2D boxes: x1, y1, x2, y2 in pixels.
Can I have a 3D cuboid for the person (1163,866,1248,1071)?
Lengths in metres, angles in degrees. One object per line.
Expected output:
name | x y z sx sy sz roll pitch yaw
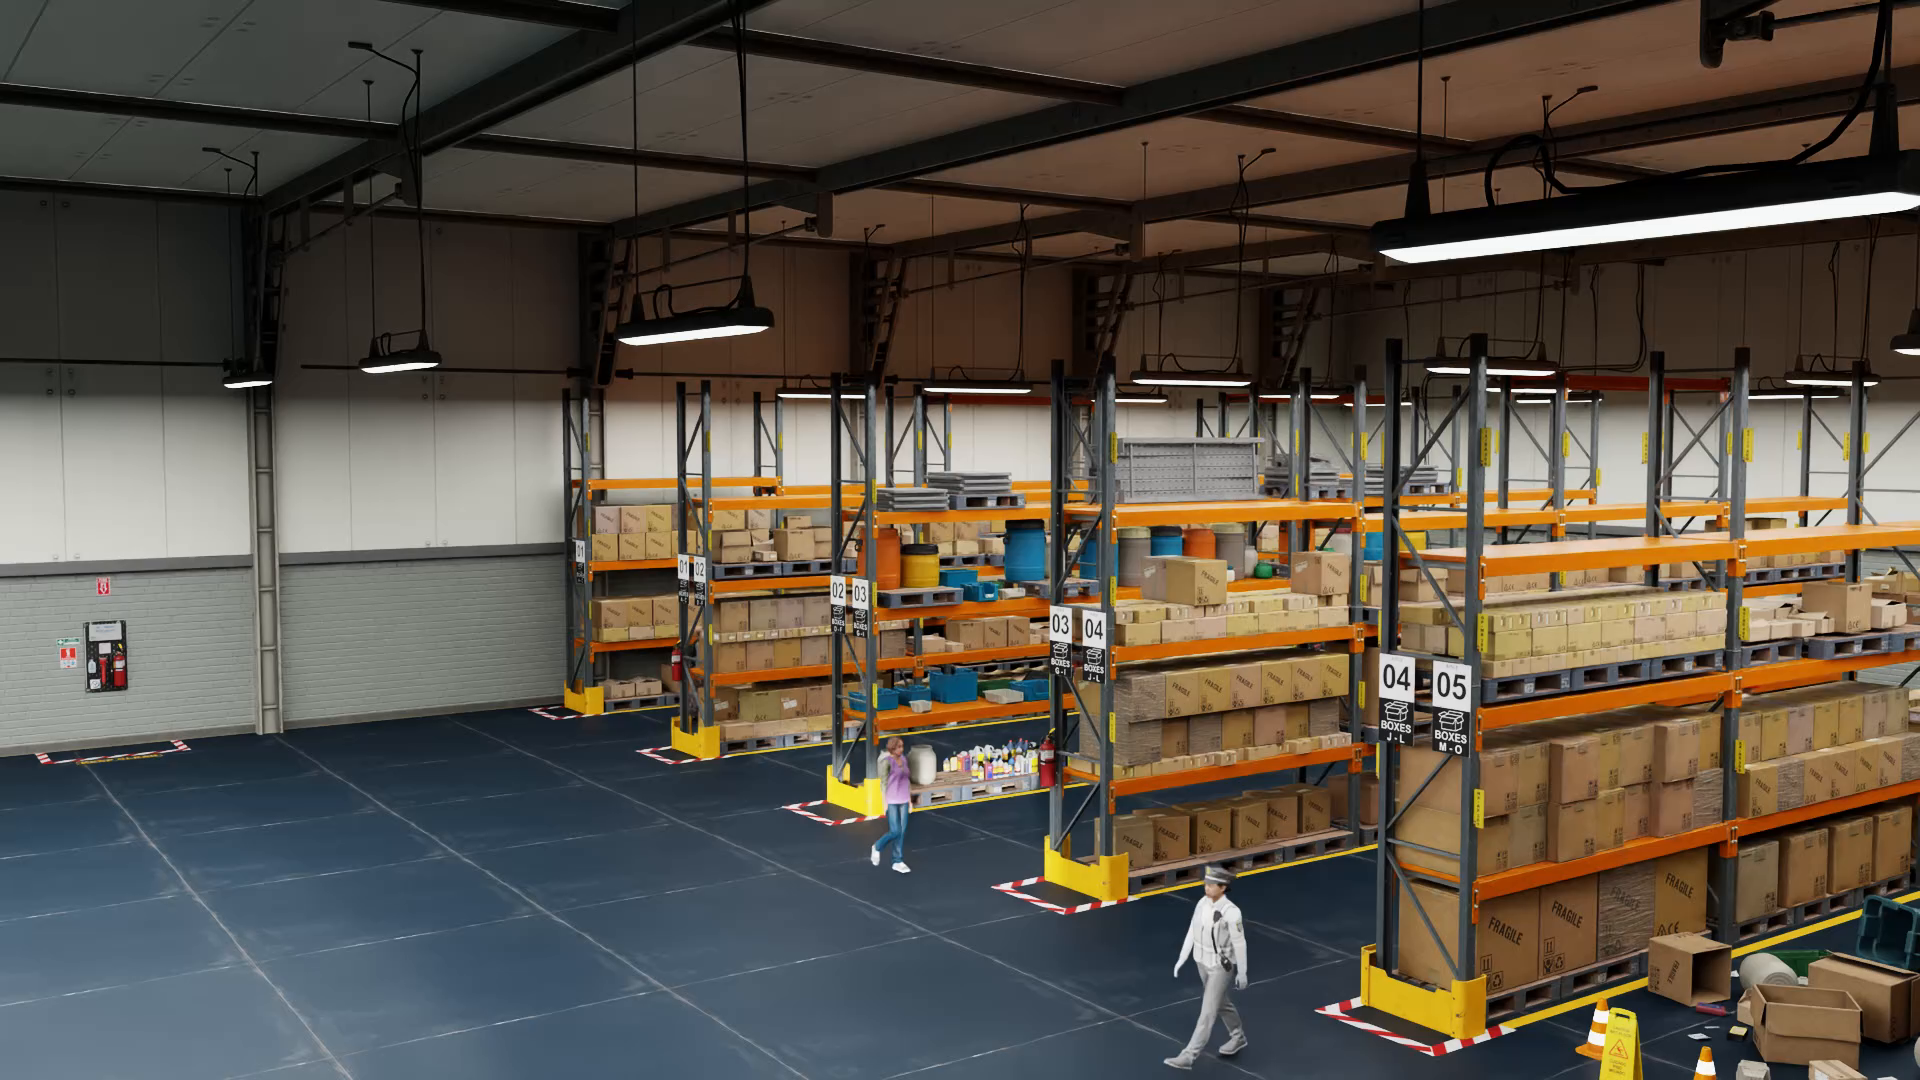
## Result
person | 1.986 3.461 13.534 1.041 1.627 0.498 -2 4 -30

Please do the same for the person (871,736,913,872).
person | -0.787 3.115 19.565 0.489 1.556 0.428 3 5 41

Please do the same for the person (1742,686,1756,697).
person | 10.922 2.801 23.245 0.634 1.763 0.660 2 4 31

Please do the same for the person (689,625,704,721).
person | -4.663 2.387 29.818 0.478 1.711 0.579 -2 4 -24
